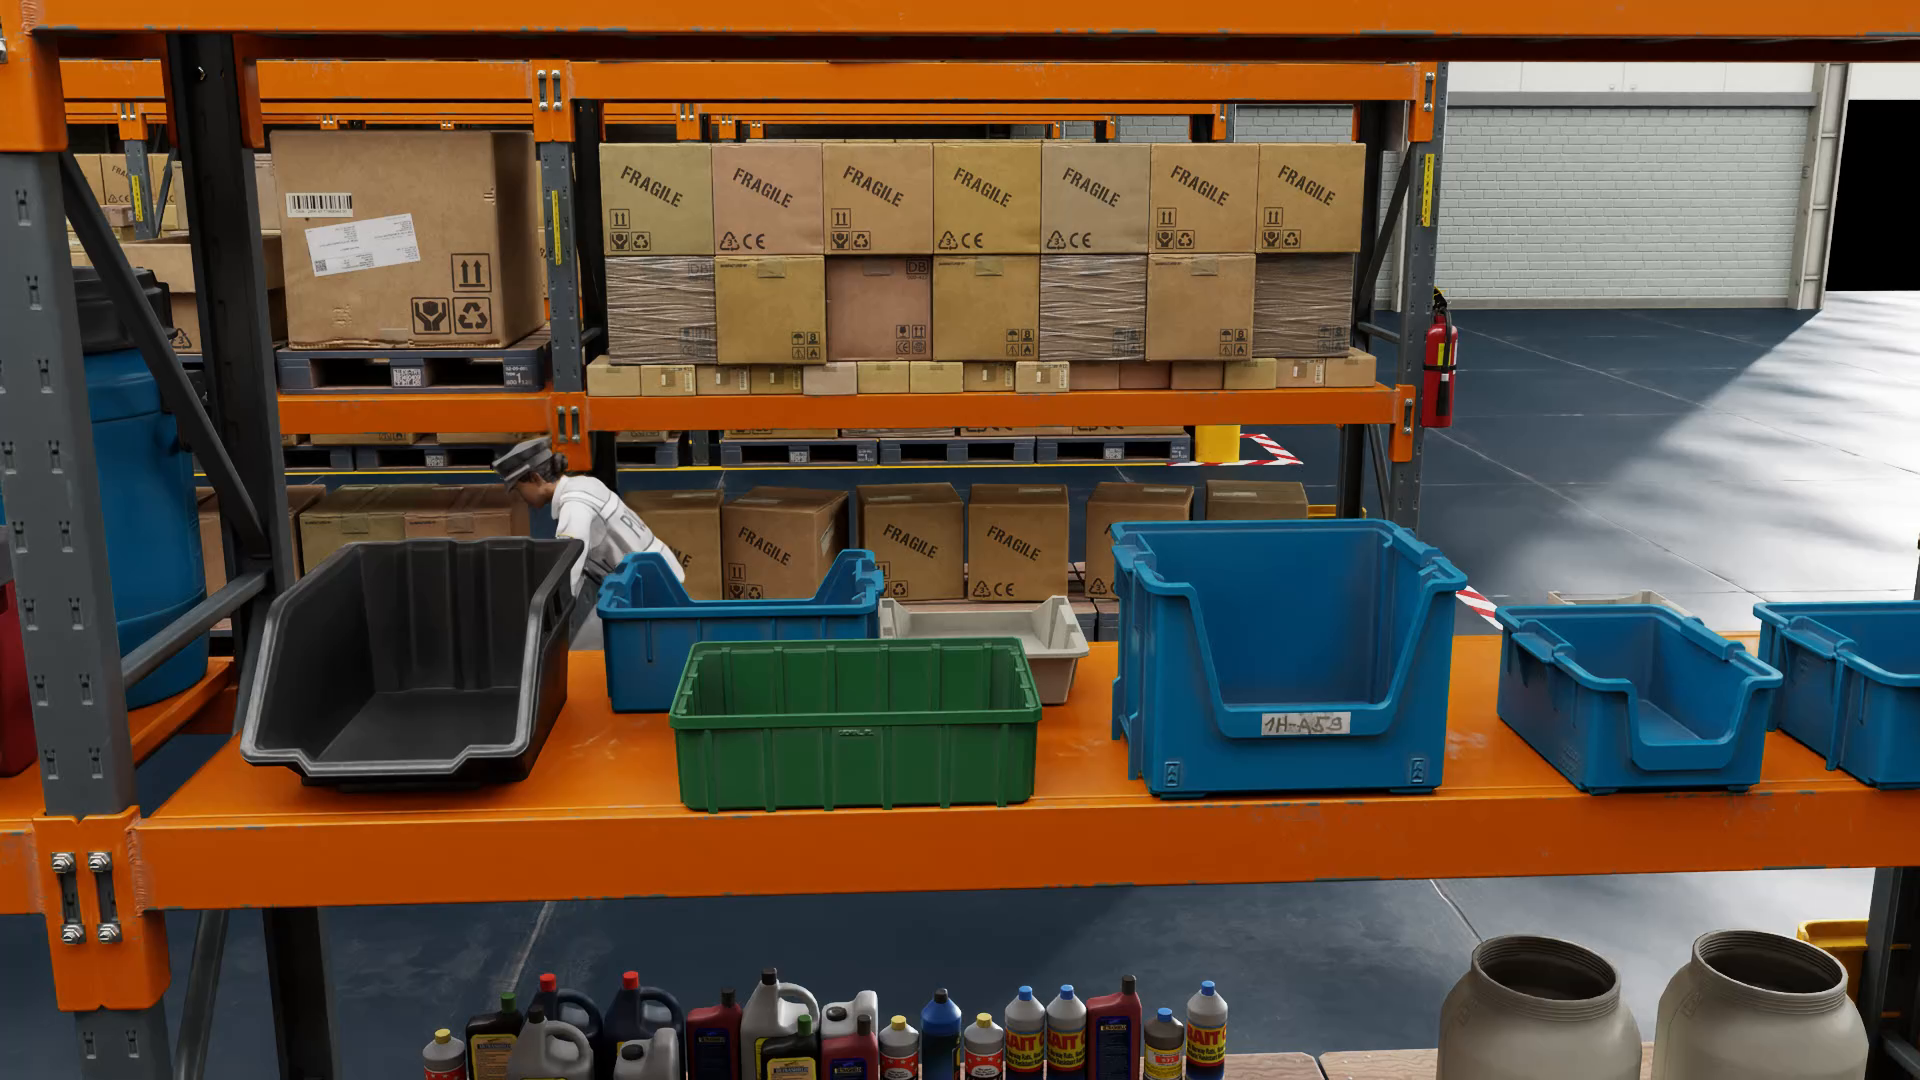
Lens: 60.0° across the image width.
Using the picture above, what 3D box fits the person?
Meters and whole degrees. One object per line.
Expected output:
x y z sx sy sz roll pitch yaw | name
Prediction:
-1.467 0.253 6.647 0.723 1.345 0.535 -1 14 -3 | person
